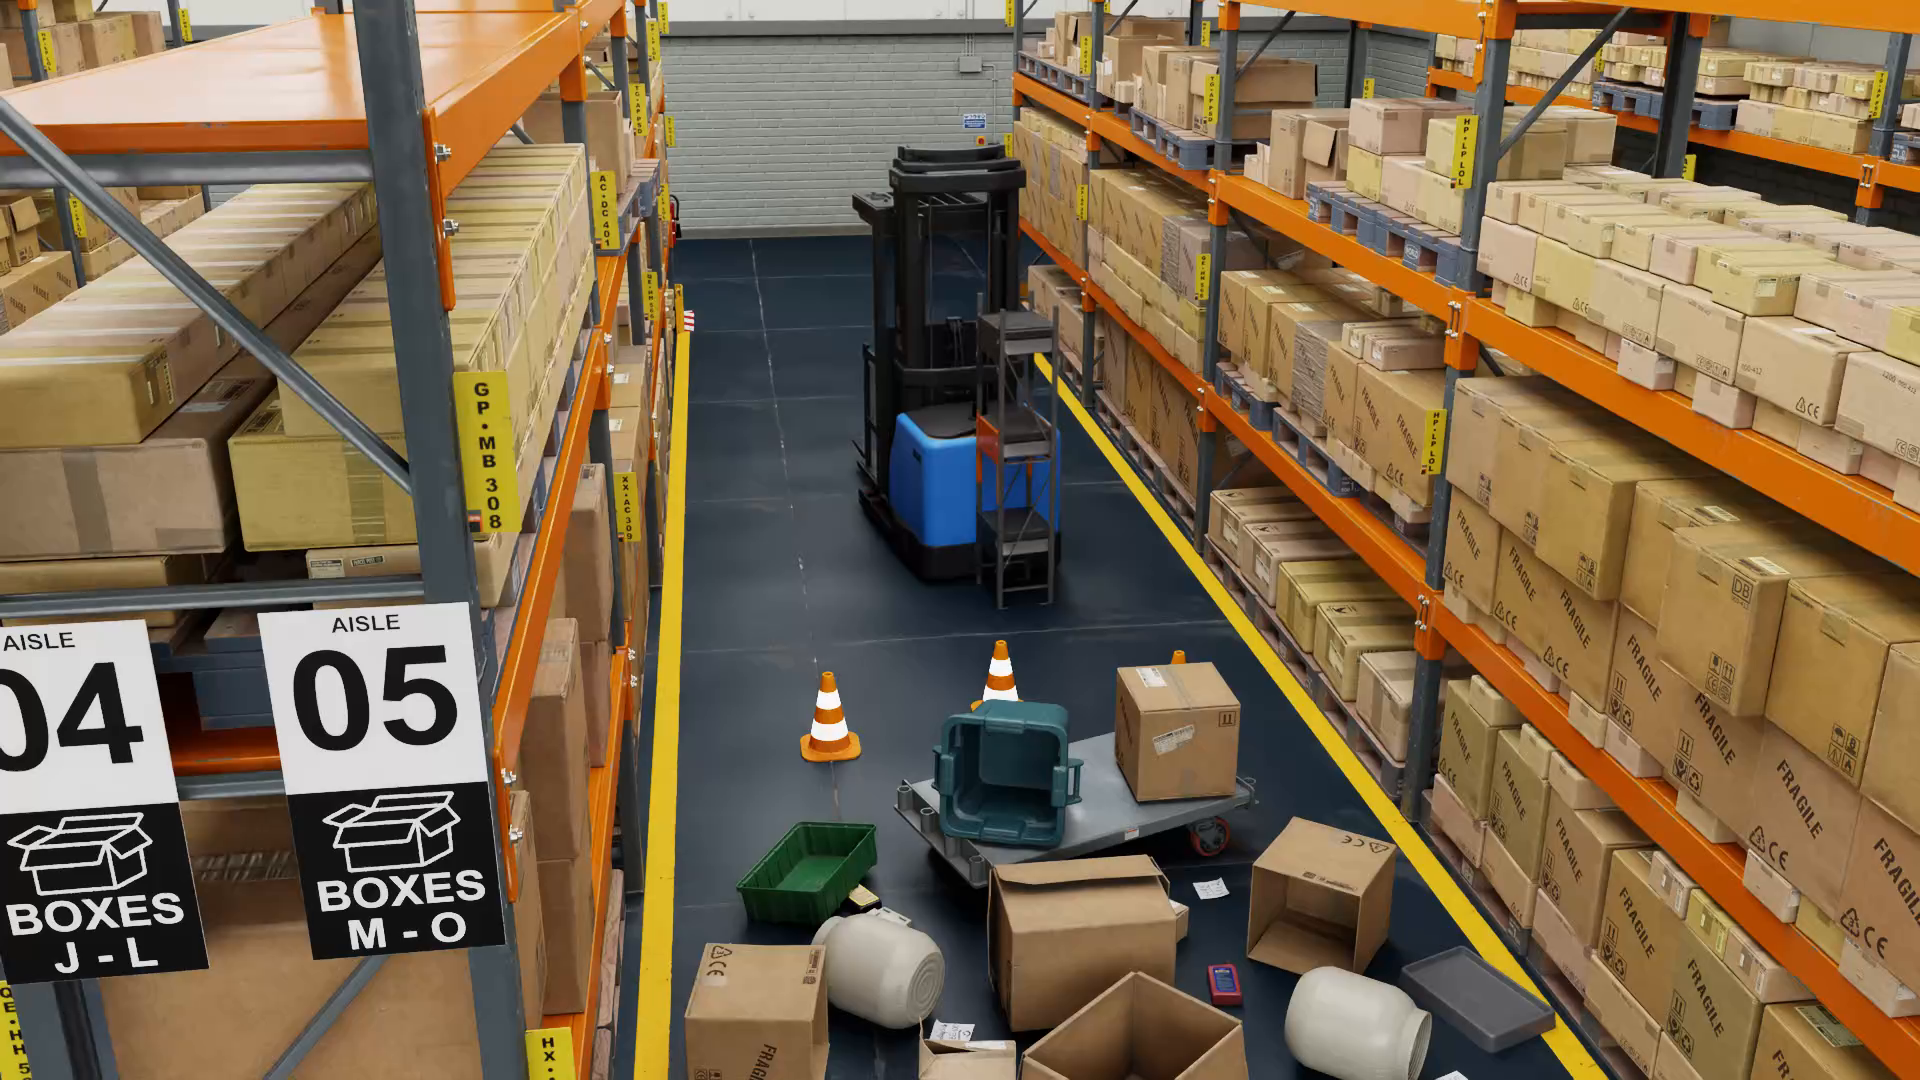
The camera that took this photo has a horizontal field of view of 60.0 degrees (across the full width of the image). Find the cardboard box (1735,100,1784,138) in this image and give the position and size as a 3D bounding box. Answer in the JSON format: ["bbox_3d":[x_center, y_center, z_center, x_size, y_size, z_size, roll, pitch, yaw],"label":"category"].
[{"bbox_3d":[6.715,-3.444,13.578,0.500,0.250,0.500,-3,21,-8],"label":"cardboard box"}]

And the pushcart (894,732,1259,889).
[{"bbox_3d":[0.591,1.401,8.427,1.648,0.377,0.936,-11,23,-26],"label":"pushcart"}]

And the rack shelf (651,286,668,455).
[{"bbox_3d":[-2.909,-1.416,13.248,1.077,0.370,4.000,-3,21,-8],"label":"rack shelf"}]

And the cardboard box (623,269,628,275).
[{"bbox_3d":[-2.646,-1.951,12.562,0.380,0.149,0.250,-2,21,-5],"label":"cardboard box"}]

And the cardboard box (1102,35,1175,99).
[{"bbox_3d":[1.527,-4.059,14.266,0.500,0.500,0.500,-3,21,-9],"label":"cardboard box"}]

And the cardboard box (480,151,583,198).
[{"bbox_3d":[-1.639,-1.382,6.318,0.380,0.149,0.250,-3,21,-8],"label":"cardboard box"}]

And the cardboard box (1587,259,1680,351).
[{"bbox_3d":[2.775,-0.916,6.384,0.500,0.250,0.500,-3,21,-7],"label":"cardboard box"}]

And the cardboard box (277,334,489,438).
[{"bbox_3d":[-1.200,-0.327,3.493,0.380,0.149,0.250,-3,21,-7],"label":"cardboard box"}]

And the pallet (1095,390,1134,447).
[{"bbox_3d":[1.873,-1.160,15.521,1.003,0.211,1.213,-3,21,-8],"label":"pallet"}]

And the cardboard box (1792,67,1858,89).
[{"bbox_3d":[6.816,-3.638,13.101,0.380,0.149,0.250,-3,21,-9],"label":"cardboard box"}]

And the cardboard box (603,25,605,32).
[{"bbox_3d":[-3.933,-5.373,17.459,0.380,0.149,0.250,-2,21,-6],"label":"cardboard box"}]

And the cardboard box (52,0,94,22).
[{"bbox_3d":[-8.415,-4.962,15.469,0.500,0.250,0.500,-4,21,-9],"label":"cardboard box"}]

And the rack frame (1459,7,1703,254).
[{"bbox_3d":[2.840,-2.770,7.272,1.000,3.000,0.127,-3,21,-8],"label":"rack frame"}]

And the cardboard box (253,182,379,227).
[{"bbox_3d":[-2.217,-1.173,5.759,0.380,0.149,0.250,-3,21,-9],"label":"cardboard box"}]

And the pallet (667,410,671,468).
[{"bbox_3d":[-3.083,-0.869,14.742,1.003,0.211,1.213,-3,21,-8],"label":"pallet"}]

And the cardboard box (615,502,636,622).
[{"bbox_3d":[-1.853,0.082,8.066,0.500,0.500,0.500,-3,21,-7],"label":"cardboard box"}]

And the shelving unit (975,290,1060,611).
[{"bbox_3d":[0.379,-0.601,11.323,0.431,2.100,0.503,-6,21,-16],"label":"shelving unit"}]

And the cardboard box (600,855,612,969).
[{"bbox_3d":[-2.022,1.345,7.266,0.875,0.875,0.875,-3,21,-7],"label":"cardboard box"}]

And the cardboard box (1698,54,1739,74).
[{"bbox_3d":[6.461,-4.084,14.267,0.380,0.149,0.250,-3,21,-7],"label":"cardboard box"}]

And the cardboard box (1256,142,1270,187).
[{"bbox_3d":[2.177,-2.481,10.977,0.396,0.266,0.258,-3,21,-8],"label":"cardboard box"}]

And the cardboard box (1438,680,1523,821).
[{"bbox_3d":[2.658,0.998,8.015,0.500,0.500,0.500,-2,21,-5],"label":"cardboard box"}]

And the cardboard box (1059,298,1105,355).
[{"bbox_3d":[1.573,-2.259,17.539,0.875,0.438,0.875,-4,21,-9],"label":"cardboard box"}]

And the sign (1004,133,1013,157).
[{"bbox_3d":[0.560,-4.532,19.211,0.100,0.325,0.005,-3,21,-8],"label":"sign"}]

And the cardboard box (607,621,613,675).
[{"bbox_3d":[-1.979,0.382,7.193,0.875,0.550,0.550,-3,21,-8],"label":"cardboard box"}]

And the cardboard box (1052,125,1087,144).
[{"bbox_3d":[1.156,-4.170,17.094,0.380,0.149,0.250,-3,21,-8],"label":"cardboard box"}]

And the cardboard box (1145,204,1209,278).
[{"bbox_3d":[1.783,-2.376,13.217,0.500,0.500,0.500,-3,21,-8],"label":"cardboard box"}]

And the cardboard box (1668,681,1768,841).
[{"bbox_3d":[2.930,0.718,5.939,0.500,0.500,0.500,-3,21,-8],"label":"cardboard box"}]

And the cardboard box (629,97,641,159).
[{"bbox_3d":[-2.439,-2.723,11.291,0.500,0.500,0.500,-3,21,-8],"label":"cardboard box"}]

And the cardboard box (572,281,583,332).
[{"bbox_3d":[-1.563,-0.831,5.984,0.380,0.149,0.250,-3,21,-8],"label":"cardboard box"}]

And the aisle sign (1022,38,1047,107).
[{"bbox_3d":[0.813,-5.343,19.019,0.394,0.787,0.004,-3,21,-8],"label":"aisle sign"}]

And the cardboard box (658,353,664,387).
[{"bbox_3d":[-2.778,-1.398,14.074,0.500,0.250,0.500,-2,21,-5],"label":"cardboard box"}]

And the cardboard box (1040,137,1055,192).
[{"bbox_3d":[1.134,-3.920,17.354,0.500,0.500,0.500,-3,21,-8],"label":"cardboard box"}]

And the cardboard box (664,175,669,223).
[{"bbox_3d":[-3.302,-3.520,17.286,0.500,0.500,0.500,-3,21,-8],"label":"cardboard box"}]

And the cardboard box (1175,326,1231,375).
[{"bbox_3d":[1.934,-1.437,12.490,0.500,0.250,0.500,-4,21,-10],"label":"cardboard box"}]

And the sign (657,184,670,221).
[{"bbox_3d":[-2.648,-3.017,14.852,0.100,0.325,0.005,-3,21,-8],"label":"sign"}]

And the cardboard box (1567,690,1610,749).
[{"bbox_3d":[2.743,0.726,6.843,0.380,0.149,0.250,-3,21,-7],"label":"cardboard box"}]

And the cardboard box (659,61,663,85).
[{"bbox_3d":[-3.365,-4.845,17.327,0.500,0.250,0.500,-3,21,-8],"label":"cardboard box"}]

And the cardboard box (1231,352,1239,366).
[{"bbox_3d":[2.126,-1.302,11.674,0.380,0.149,0.250,-4,21,-11],"label":"cardboard box"}]

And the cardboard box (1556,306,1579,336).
[{"bbox_3d":[2.770,-0.954,7.054,0.380,0.149,0.250,-3,21,-8],"label":"cardboard box"}]

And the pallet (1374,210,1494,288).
[{"bbox_3d":[2.857,-1.496,8.417,1.213,0.211,1.003,-3,21,-8],"label":"pallet"}]

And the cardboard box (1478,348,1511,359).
[{"bbox_3d":[2.926,-0.865,9.577,0.500,0.500,0.500,-3,21,-8],"label":"cardboard box"}]

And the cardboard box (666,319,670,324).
[{"bbox_3d":[-3.232,-2.214,17.407,0.380,0.149,0.250,-2,21,-5],"label":"cardboard box"}]

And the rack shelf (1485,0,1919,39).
[{"bbox_3d":[3.128,-1.739,5.545,1.077,0.370,4.000,-3,21,-8],"label":"rack shelf"}]

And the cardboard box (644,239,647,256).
[{"bbox_3d":[-2.944,-2.536,14.552,0.380,0.149,0.250,-2,21,-6],"label":"cardboard box"}]

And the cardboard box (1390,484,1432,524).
[{"bbox_3d":[2.493,-0.203,8.732,0.380,0.149,0.250,-3,21,-7],"label":"cardboard box"}]

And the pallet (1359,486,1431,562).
[{"bbox_3d":[2.874,-0.142,9.084,1.003,0.211,1.213,-3,21,-8],"label":"pallet"}]

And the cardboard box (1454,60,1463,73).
[{"bbox_3d":[5.901,-5.442,19.073,0.380,0.149,0.250,-3,21,-7],"label":"cardboard box"}]

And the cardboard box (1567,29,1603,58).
[{"bbox_3d":[6.287,-4.853,16.209,0.500,0.250,0.500,-3,21,-8],"label":"cardboard box"}]

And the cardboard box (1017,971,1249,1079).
[{"bbox_3d":[0.658,2.114,6.337,0.637,0.503,0.797,17,27,39],"label":"cardboard box"}]

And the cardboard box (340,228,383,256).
[{"bbox_3d":[-2.103,-0.861,5.492,0.500,0.250,0.500,-3,21,-8],"label":"cardboard box"}]

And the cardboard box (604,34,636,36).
[{"bbox_3d":[-3.090,-4.586,15.351,0.380,0.149,0.250,-4,21,-9],"label":"cardboard box"}]

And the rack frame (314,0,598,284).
[{"bbox_3d":[-2.044,-2.486,6.510,1.000,3.000,0.127,-3,21,-8],"label":"rack frame"}]

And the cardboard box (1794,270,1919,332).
[{"bbox_3d":[2.996,-0.784,5.461,0.380,0.149,0.250,-4,21,-9],"label":"cardboard box"}]

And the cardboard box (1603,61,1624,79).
[{"bbox_3d":[6.248,-4.389,15.509,0.380,0.149,0.250,-3,21,-7],"label":"cardboard box"}]

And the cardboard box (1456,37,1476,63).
[{"bbox_3d":[5.909,-5.498,18.653,0.500,0.250,0.500,-3,21,-7],"label":"cardboard box"}]

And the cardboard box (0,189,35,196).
[{"bbox_3d":[-8.450,-2.796,14.633,0.500,0.500,0.500,-2,21,-6],"label":"cardboard box"}]

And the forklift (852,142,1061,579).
[{"bbox_3d":[-0.178,-1.582,12.762,1.130,2.935,3.031,-6,21,-16],"label":"forklift"}]

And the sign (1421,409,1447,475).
[{"bbox_3d":[2.291,-0.473,8.041,0.100,0.325,0.005,-3,21,-8],"label":"sign"}]
